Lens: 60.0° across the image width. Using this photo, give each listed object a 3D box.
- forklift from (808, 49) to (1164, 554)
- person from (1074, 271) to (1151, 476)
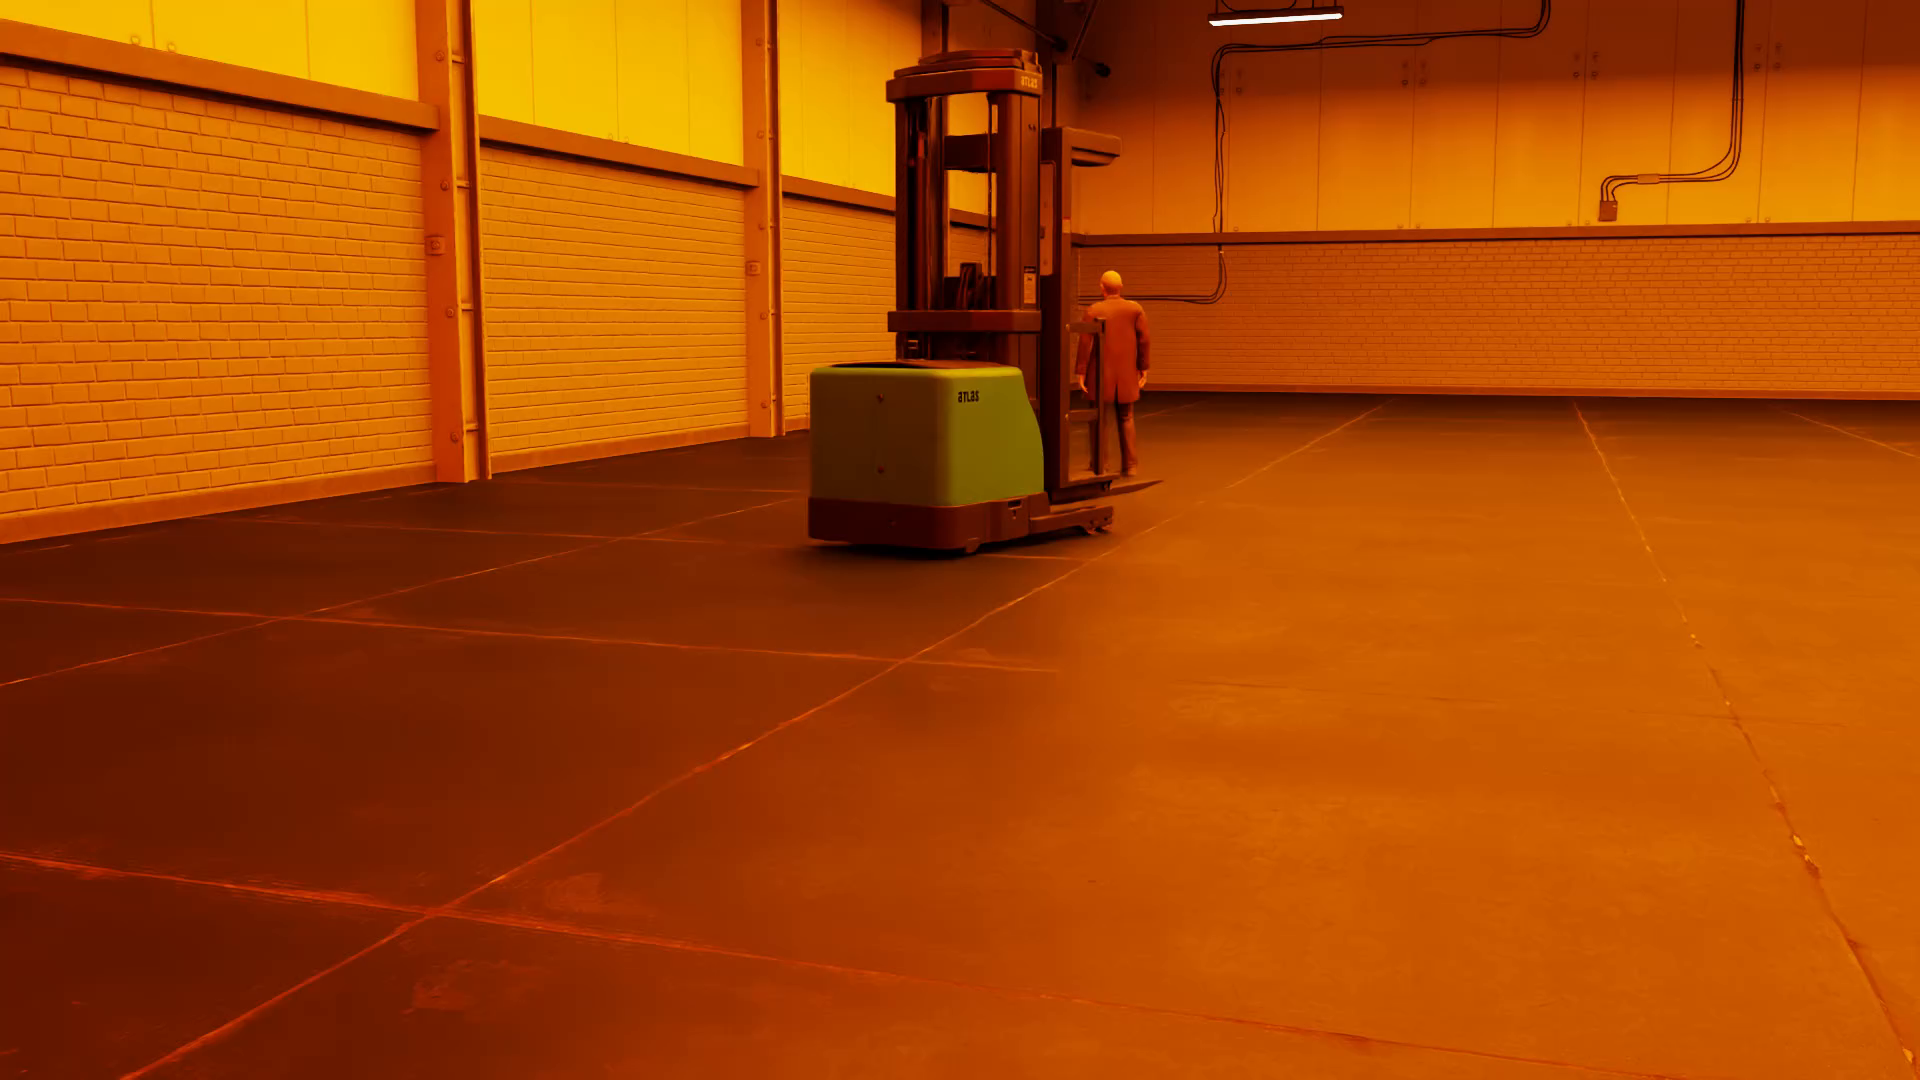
[{"bbox_3d":[0.334,-1.523,10.619,1.130,2.935,3.031,5,9,33],"label":"forklift"},{"bbox_3d":[1.313,-1.437,14.500,0.683,1.793,0.495,-1,7,-9],"label":"person"}]
